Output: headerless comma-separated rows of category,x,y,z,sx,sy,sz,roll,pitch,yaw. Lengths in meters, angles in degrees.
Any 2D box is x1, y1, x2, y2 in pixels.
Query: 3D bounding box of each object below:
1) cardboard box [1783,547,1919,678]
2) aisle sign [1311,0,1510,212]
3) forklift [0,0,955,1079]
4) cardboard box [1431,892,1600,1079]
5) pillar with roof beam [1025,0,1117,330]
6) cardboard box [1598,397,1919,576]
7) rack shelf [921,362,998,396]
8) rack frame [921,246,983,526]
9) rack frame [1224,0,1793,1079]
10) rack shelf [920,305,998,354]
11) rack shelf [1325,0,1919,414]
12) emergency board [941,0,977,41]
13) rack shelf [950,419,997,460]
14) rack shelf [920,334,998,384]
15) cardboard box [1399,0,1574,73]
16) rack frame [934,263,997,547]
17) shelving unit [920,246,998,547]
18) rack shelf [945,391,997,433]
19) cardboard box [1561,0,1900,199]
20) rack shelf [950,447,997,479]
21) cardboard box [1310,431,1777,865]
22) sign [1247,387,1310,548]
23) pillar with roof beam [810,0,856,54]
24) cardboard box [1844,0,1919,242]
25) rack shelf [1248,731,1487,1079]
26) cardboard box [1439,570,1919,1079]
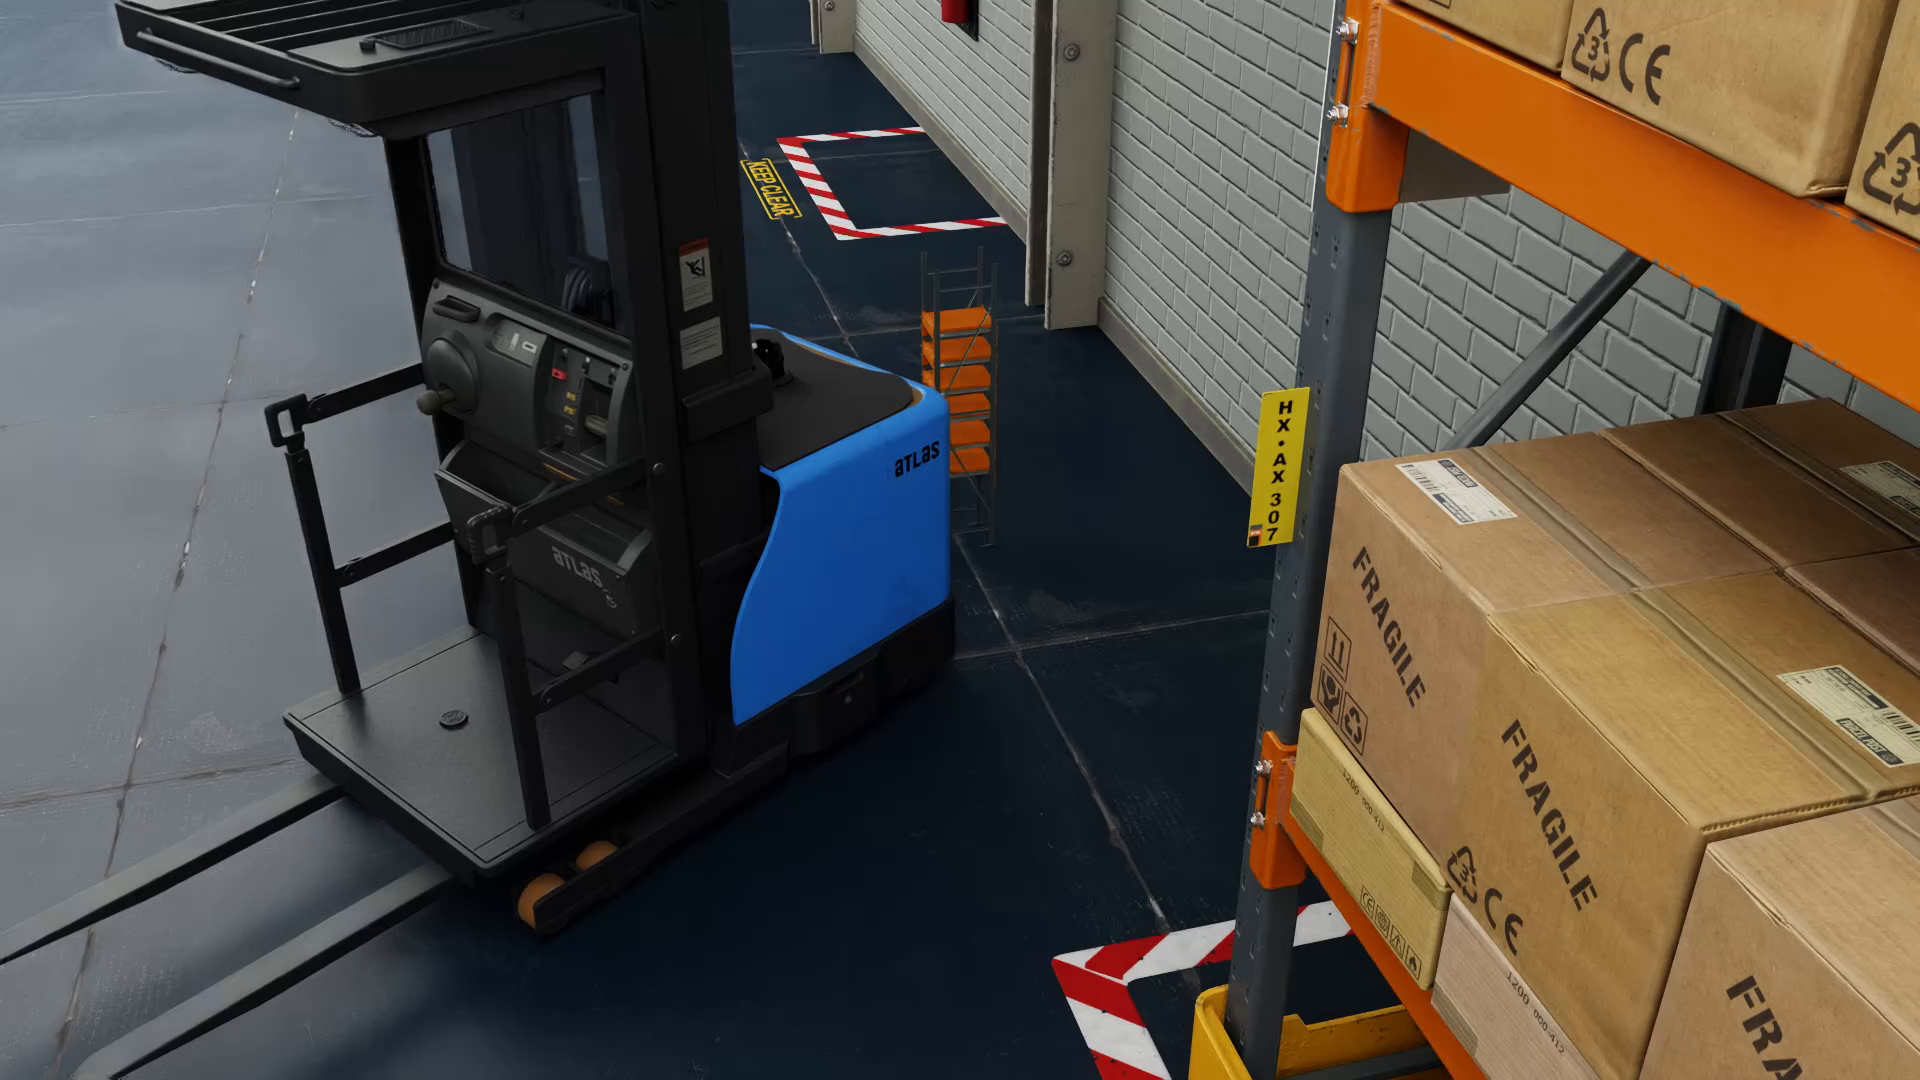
cardboard box,1.577,0.345,2.541,0.500,0.500,0.500,-7,31,-13
aisle sign,0.815,-0.951,2.803,0.394,0.787,0.004,-8,31,-13
forklift,-1.371,-0.424,4.557,1.130,2.935,3.031,24,38,35
cardboard box,1.098,0.752,2.586,0.500,0.250,0.500,-9,31,-15
pillar with roof beam,-3.600,-4.530,5.593,9.100,9.000,0.400,-8,31,-13
cardboard box,1.453,0.100,2.964,0.500,0.500,0.500,-8,31,-14
rack shelf,-0.004,-0.592,6.424,0.258,0.103,0.180,-8,31,-13
rack frame,-0.028,-0.570,6.538,0.240,1.200,0.006,-8,31,-13
rack frame,1.123,0.169,3.463,1.000,3.000,0.127,-8,31,-13
rack shelf,-0.004,-0.799,6.303,0.258,0.103,0.180,-8,31,-13
rack shelf,1.654,0.148,1.223,1.077,0.370,4.000,-8,31,-13
emergency board,-0.069,-3.704,10.155,0.194,1.169,0.643,-8,31,-13
rack shelf,-0.004,-0.384,6.544,0.258,0.103,0.180,-8,31,-13
rack shelf,-0.004,-0.696,6.364,0.258,0.103,0.180,-8,31,-13
cardboard box,0.971,-0.986,2.345,0.500,0.500,0.500,-7,31,-12
rack frame,0.020,-0.482,6.385,0.240,1.200,0.006,-8,31,-13
shelving unit,-0.004,-0.526,6.461,0.258,1.200,0.189,-8,31,-13
rack shelf,-0.004,-0.488,6.484,0.258,0.103,0.180,-8,31,-13
cardboard box,1.079,-0.722,1.889,0.500,0.500,0.500,-6,31,-10
rack shelf,-0.004,-0.280,6.604,0.258,0.103,0.180,-8,31,-13
cardboard box,0.960,0.171,2.841,0.500,0.500,0.500,-8,31,-13
sign,0.600,-0.133,3.122,0.100,0.325,0.005,-8,31,-13
pillar with roof beam,-5.193,-7.428,10.599,9.100,9.000,0.400,-8,31,-13
cardboard box,1.220,-0.472,1.457,0.500,0.500,0.500,-6,31,-11
rack shelf,1.654,1.446,1.975,1.077,0.370,4.000,-8,31,-13
cardboard box,1.081,0.411,2.426,0.500,0.500,0.500,-8,31,-13
